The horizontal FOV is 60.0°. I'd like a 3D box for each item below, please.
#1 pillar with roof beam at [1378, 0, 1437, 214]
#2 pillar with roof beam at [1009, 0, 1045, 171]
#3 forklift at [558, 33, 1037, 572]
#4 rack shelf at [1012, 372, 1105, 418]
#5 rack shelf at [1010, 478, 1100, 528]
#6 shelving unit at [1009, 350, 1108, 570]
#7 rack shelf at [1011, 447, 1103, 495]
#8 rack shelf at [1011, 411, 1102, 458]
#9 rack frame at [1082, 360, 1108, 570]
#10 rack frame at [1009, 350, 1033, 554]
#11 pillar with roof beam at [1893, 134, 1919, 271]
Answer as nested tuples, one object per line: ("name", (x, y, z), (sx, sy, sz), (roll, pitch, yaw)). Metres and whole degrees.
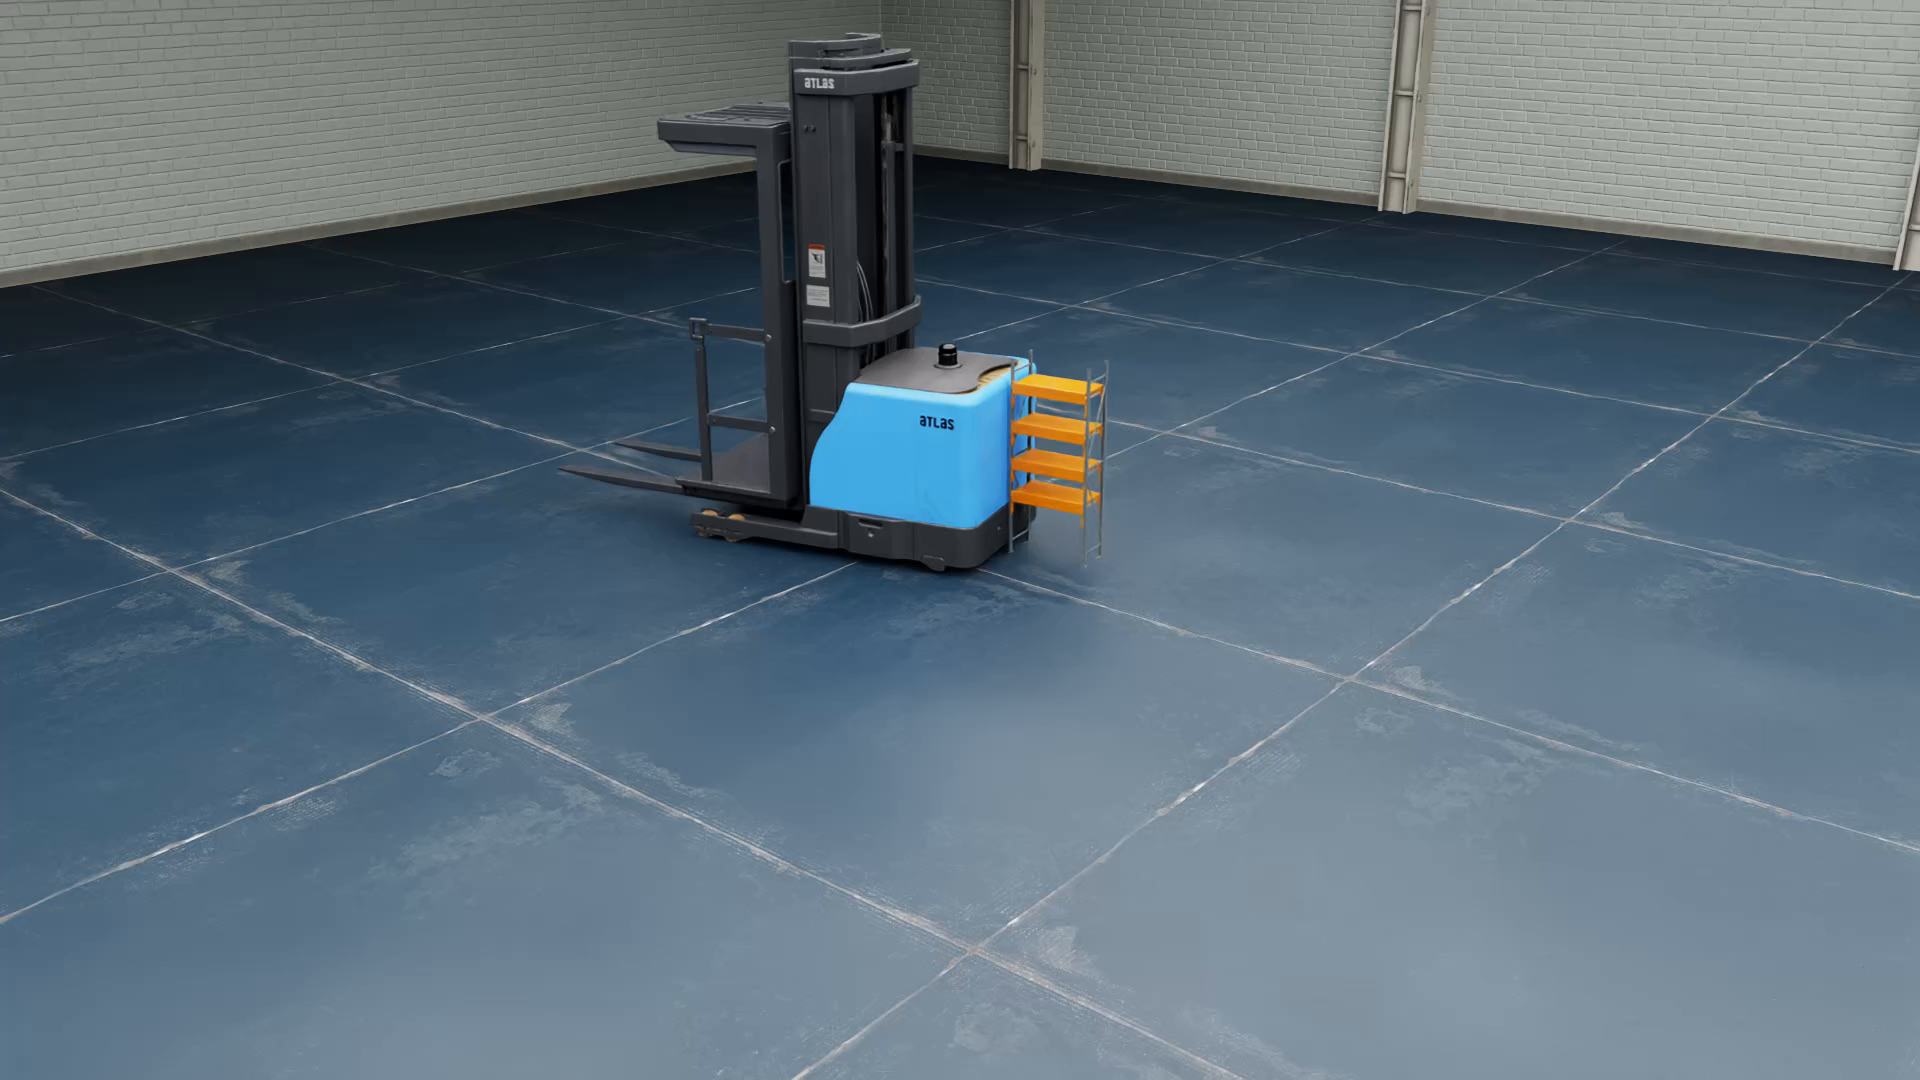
("pillar with roof beam", (2.908, -7.278, 16.715), (0.400, 9.000, 9.100), (16, 26, 36))
("pillar with roof beam", (-1.740, -8.617, 20.264), (0.400, 9.000, 9.100), (16, 26, 36))
("forklift", (-1.089, -1.518, 10.039), (3.031, 2.935, 1.130), (9, 22, 23))
("rack shelf", (0.568, -0.838, 9.576), (0.480, 0.148, 0.258), (12, 24, 29))
("rack shelf", (0.568, -0.221, 9.808), (0.480, 0.148, 0.258), (12, 24, 29))
("shelving unit", (0.568, -0.470, 9.715), (0.503, 1.200, 0.258), (12, 24, 29))
("rack shelf", (0.568, -0.407, 9.738), (0.480, 0.148, 0.258), (12, 24, 29))
("rack shelf", (0.568, -0.617, 9.659), (0.480, 0.148, 0.258), (12, 24, 29))
("rack frame", (0.778, -0.426, 9.598), (0.015, 1.200, 0.240), (12, 24, 29))
("rack frame", (0.358, -0.514, 9.831), (0.015, 1.200, 0.240), (12, 24, 29))
("pillar with roof beam", (7.557, -5.939, 13.165), (0.400, 9.000, 9.100), (16, 26, 36))
